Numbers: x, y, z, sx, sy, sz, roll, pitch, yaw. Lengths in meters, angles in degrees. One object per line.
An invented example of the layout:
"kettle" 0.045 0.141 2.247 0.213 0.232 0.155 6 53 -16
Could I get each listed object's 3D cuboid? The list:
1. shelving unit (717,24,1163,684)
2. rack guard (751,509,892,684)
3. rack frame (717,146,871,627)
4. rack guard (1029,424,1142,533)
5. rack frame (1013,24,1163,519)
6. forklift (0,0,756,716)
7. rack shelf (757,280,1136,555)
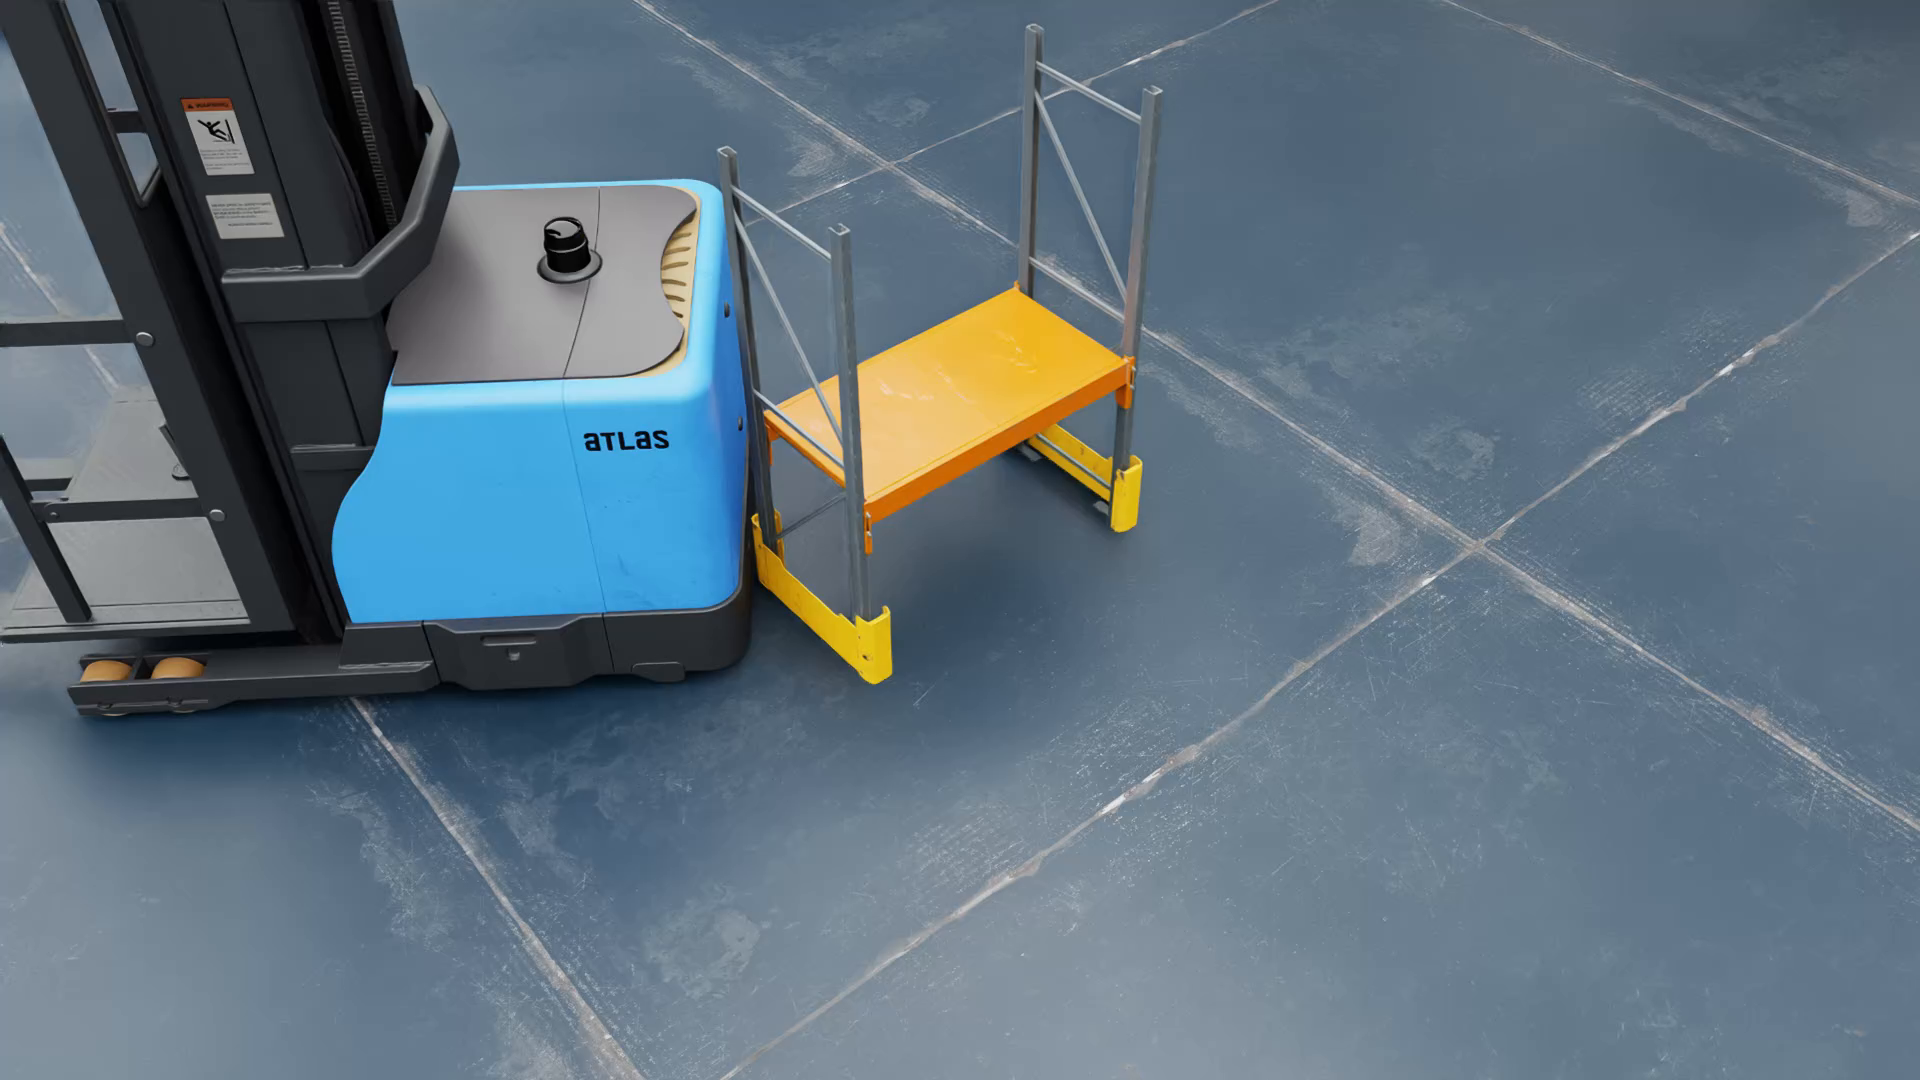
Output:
"shelving unit" -0.029 -0.515 4.703 1.083 1.500 0.587 -30 51 -28
"rack guard" -0.409 0.160 4.897 0.087 0.250 0.587 -30 51 -28
"rack frame" -0.424 -0.287 4.460 0.032 1.500 0.500 -30 51 -28
"rack guard" 0.351 -0.280 5.366 0.087 0.250 0.587 -30 51 -28
"rack frame" 0.352 -0.736 4.938 0.032 1.500 0.500 -30 51 -28
"forklift" -2.148 -0.944 4.114 3.031 2.935 1.130 -2 43 -3
"rack shelf" -0.036 -0.380 4.822 1.000 0.185 0.538 -30 51 -28
